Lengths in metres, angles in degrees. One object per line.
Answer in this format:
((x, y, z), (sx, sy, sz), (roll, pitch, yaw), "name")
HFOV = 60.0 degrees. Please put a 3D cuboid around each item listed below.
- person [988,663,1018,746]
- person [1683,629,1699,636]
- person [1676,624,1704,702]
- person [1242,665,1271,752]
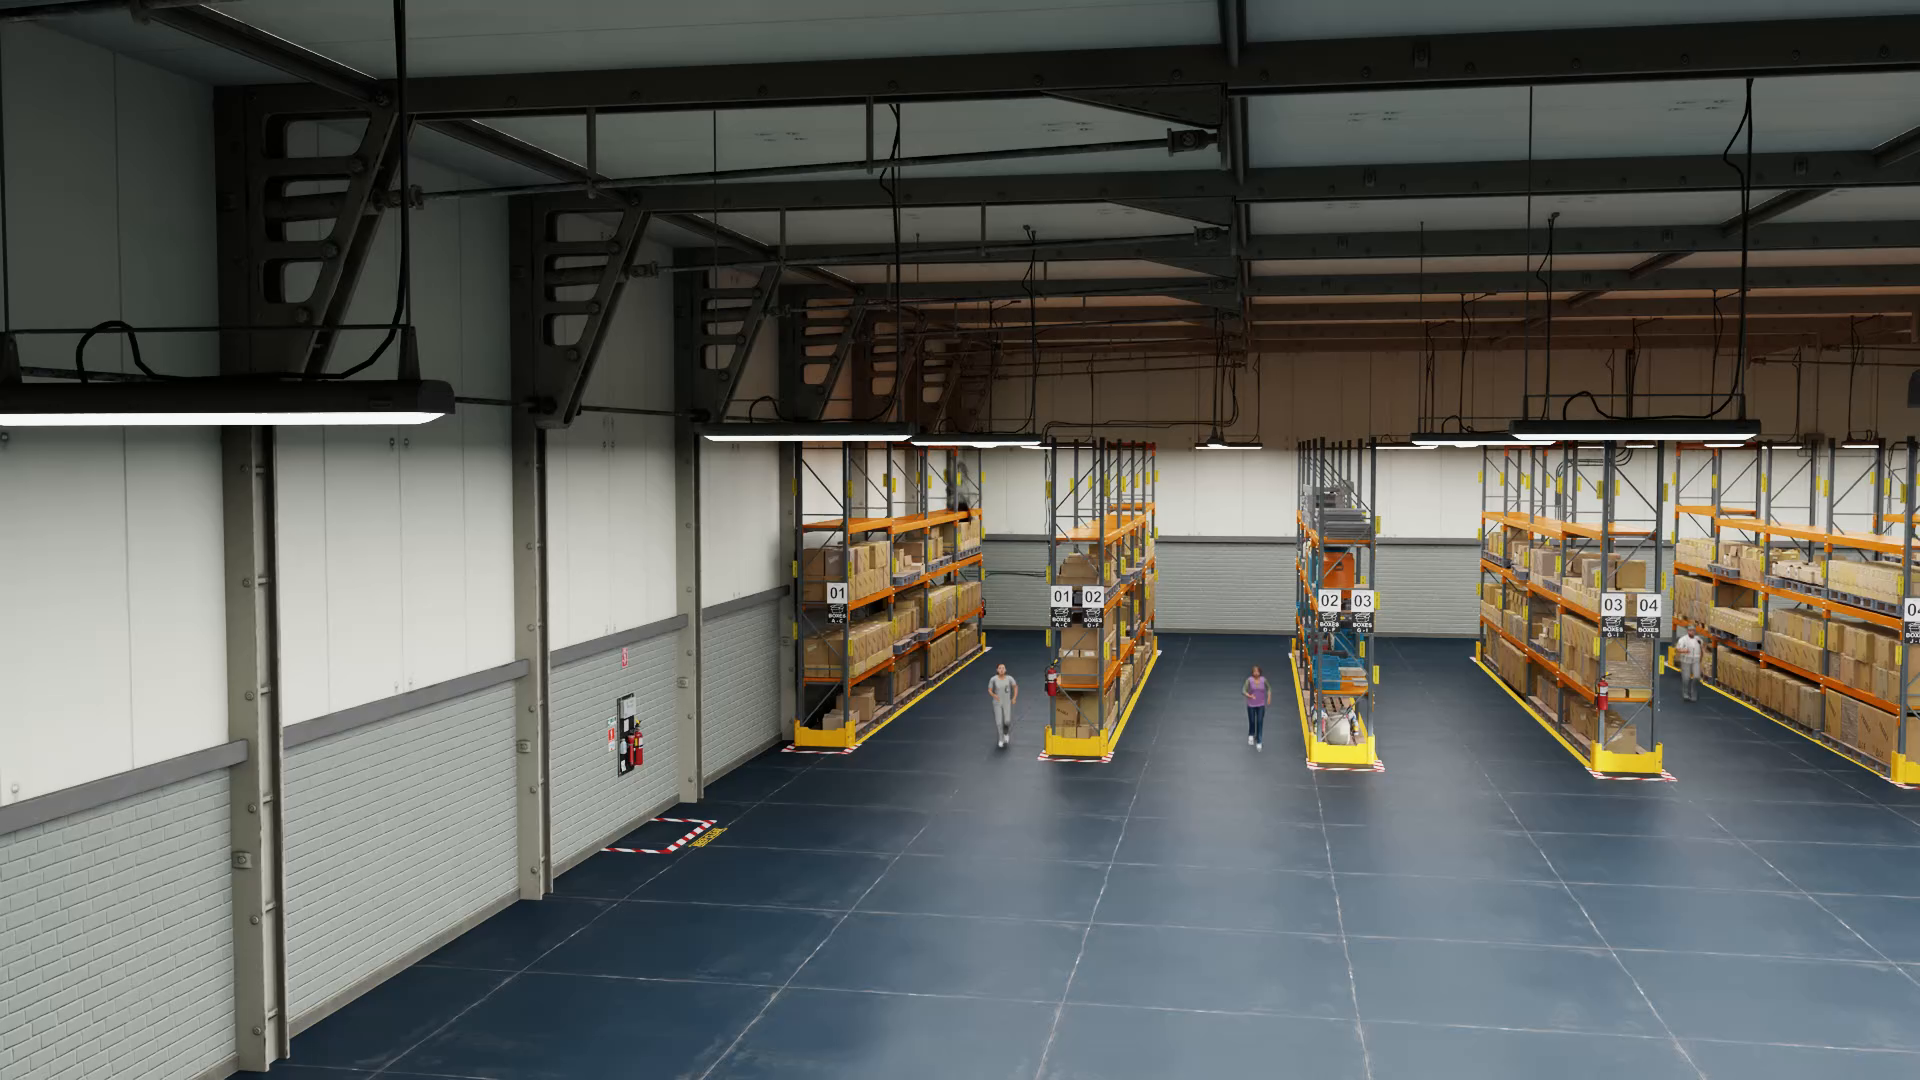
((0.835, 3.196, 32.268), (0.587, 1.639, 0.566), (0, 3, -1), "person")
((20.104, 2.457, 45.741), (0.526, 1.687, 0.761), (1, 3, 22), "person")
((16.824, 2.833, 38.236), (0.654, 1.816, 0.693), (1, 3, 10), "person")
((5.718, 3.222, 32.086), (0.562, 1.624, 0.758), (0, 3, 6), "person")
